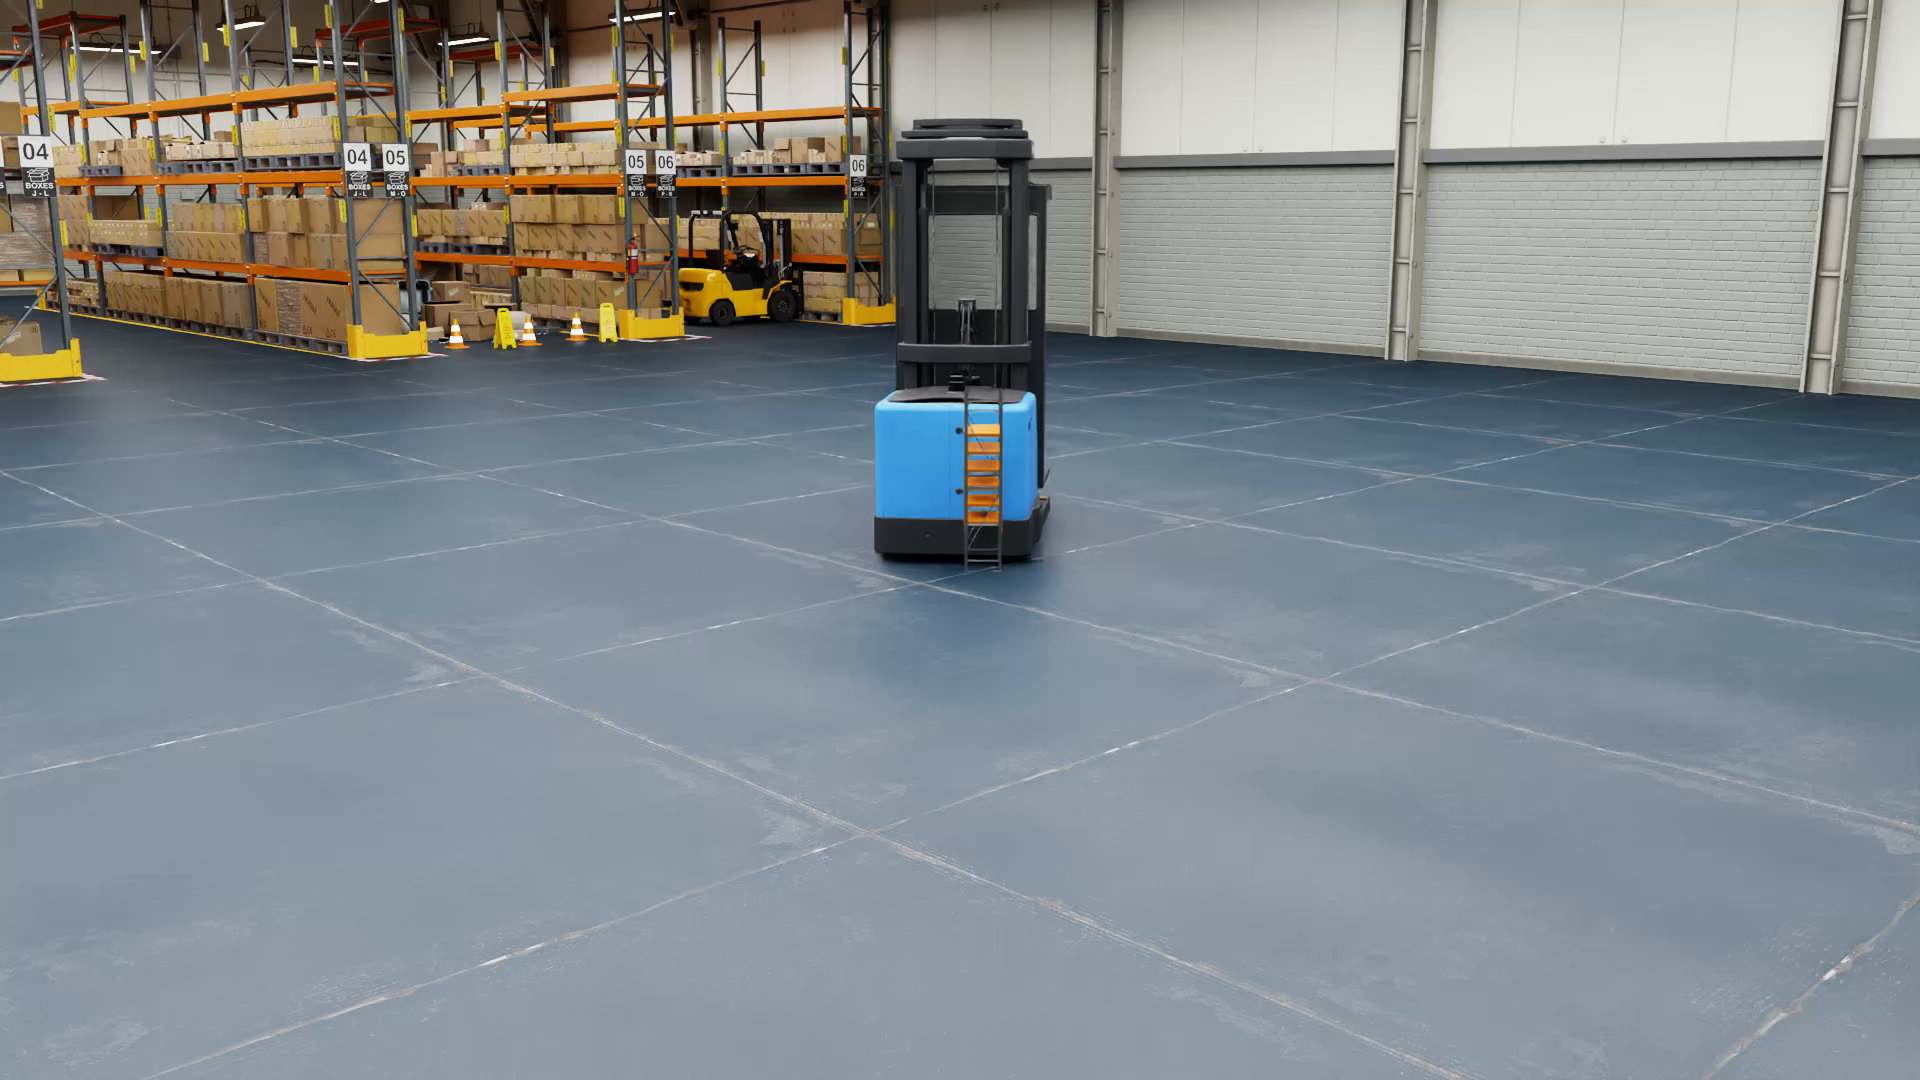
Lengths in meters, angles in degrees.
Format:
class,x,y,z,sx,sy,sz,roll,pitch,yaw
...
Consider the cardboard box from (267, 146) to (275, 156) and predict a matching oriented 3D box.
class,x,y,z,sx,sy,sz,roll,pitch,yaw
cardboard box,-10.925,-6.267,26.798,0.380,0.149,0.250,-11,16,-43

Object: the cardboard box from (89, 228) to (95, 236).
class,x,y,z,sx,sy,sz,roll,pitch,yaw
cardboard box,-17.220,-6.190,33.365,0.380,0.149,0.250,-11,16,-42

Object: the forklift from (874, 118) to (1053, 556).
class,x,y,z,sx,sy,sz,roll,pitch,yaw
forklift,0.106,-1.572,12.279,1.130,2.935,3.031,1,12,6

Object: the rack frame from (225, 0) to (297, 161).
class,x,y,z,sx,sy,sz,roll,pitch,yaw
rack frame,-11.635,-7.854,27.730,1.000,3.000,0.127,-11,16,-43

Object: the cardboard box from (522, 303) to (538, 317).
class,x,y,z,sx,sy,sz,roll,pitch,yaw
cardboard box,-7.912,-4.355,31.390,0.500,0.250,0.500,11,16,43

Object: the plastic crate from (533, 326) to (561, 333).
class,x,y,z,sx,sy,sz,roll,pitch,yaw
plastic crate,-7.633,-3.846,30.383,0.583,0.080,0.402,6,13,26

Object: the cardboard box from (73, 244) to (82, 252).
class,x,y,z,sx,sy,sz,roll,pitch,yaw
cardboard box,-18.293,-6.115,34.782,0.250,0.149,0.380,11,16,43

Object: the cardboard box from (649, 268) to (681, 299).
class,x,y,z,sx,sy,sz,roll,pitch,yaw
cardboard box,-6.421,-5.751,37.237,0.875,0.625,0.625,-10,15,-41

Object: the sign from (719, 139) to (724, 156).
class,x,y,z,sx,sy,sz,roll,pitch,yaw
sign,-4.923,-8.112,34.355,0.100,0.325,0.005,-11,16,-43

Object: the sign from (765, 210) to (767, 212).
class,x,y,z,sx,sy,sz,roll,pitch,yaw
sign,-4.136,-6.852,35.396,0.100,0.325,0.005,-11,16,-43

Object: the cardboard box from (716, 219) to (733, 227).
class,x,y,z,sx,sy,sz,roll,pitch,yaw
cardboard box,-4.933,-6.698,35.131,0.380,0.149,0.250,-10,15,-41

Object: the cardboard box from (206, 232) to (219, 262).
class,x,y,z,sx,sy,sz,roll,pitch,yaw
cardboard box,-12.886,-5.151,29.230,0.500,0.500,0.500,-11,16,-42

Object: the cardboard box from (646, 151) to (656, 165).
class,x,y,z,sx,sy,sz,roll,pitch,yaw
cardboard box,-5.516,-6.688,29.141,0.500,0.250,0.500,-11,16,-44

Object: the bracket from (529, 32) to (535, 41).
class,x,y,z,sx,sy,sz,roll,pitch,yaw
bracket,-10.434,-12.419,40.970,0.235,0.232,0.430,-11,16,-43

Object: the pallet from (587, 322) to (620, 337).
class,x,y,z,sx,sy,sz,roll,pitch,yaw
pallet,-5.950,-3.805,29.856,1.003,0.211,1.213,-11,16,-43

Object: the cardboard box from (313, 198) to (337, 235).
class,x,y,z,sx,sy,sz,roll,pitch,yaw
cardboard box,-9.547,-5.061,25.994,0.875,0.550,0.550,-11,16,-43

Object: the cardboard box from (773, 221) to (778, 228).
class,x,y,z,sx,sy,sz,roll,pitch,yaw
cardboard box,-3.644,-6.405,33.710,0.250,0.149,0.380,11,16,43

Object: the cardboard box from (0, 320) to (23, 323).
class,x,y,z,sx,sy,sz,roll,pitch,yaw
cardboard box,-13.386,-2.812,23.283,0.500,0.500,0.500,-6,13,-28

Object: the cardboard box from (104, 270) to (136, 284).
class,x,y,z,sx,sy,sz,roll,pitch,yaw
cardboard box,-16.840,-5.287,33.435,0.500,0.250,0.500,11,16,43

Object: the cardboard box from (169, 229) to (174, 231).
class,x,y,z,sx,sy,sz,roll,pitch,yaw
cardboard box,-14.961,-5.904,31.978,0.250,0.149,0.380,11,16,43

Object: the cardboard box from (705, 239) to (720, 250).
class,x,y,z,sx,sy,sz,roll,pitch,yaw
cardboard box,-5.074,-6.276,35.310,0.500,0.250,0.500,-10,16,-41

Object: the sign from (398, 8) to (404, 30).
class,x,y,z,sx,sy,sz,roll,pitch,yaw
sign,-8.466,-7.881,25.157,0.100,0.325,0.005,-11,16,-43

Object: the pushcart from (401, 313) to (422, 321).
class,x,y,z,sx,sy,sz,roll,pitch,yaw
pushcart,-9.739,-4.010,30.442,0.936,0.377,1.648,6,13,26

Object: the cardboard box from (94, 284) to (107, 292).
class,x,y,z,sx,sy,sz,roll,pitch,yaw
cardboard box,-17.593,-5.199,34.264,0.380,0.149,0.250,-10,15,-41

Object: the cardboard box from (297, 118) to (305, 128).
class,x,y,z,sx,sy,sz,roll,pitch,yaw
cardboard box,-10.050,-6.473,25.820,0.380,0.149,0.250,-11,16,-42

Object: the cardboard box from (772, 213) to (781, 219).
class,x,y,z,sx,sy,sz,roll,pitch,yaw
cardboard box,-3.584,-6.560,33.724,0.380,0.149,0.250,-11,16,-43

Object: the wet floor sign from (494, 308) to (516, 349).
class,x,y,z,sx,sy,sz,roll,pitch,yaw
wet floor sign,-7.420,-3.450,27.058,0.232,0.644,0.267,8,14,35

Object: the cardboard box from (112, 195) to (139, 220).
class,x,y,z,sx,sy,sz,roll,pitch,yaw
cardboard box,-17.295,-6.867,34.346,0.500,0.500,0.500,-10,16,-41

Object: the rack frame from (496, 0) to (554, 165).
class,x,y,z,sx,sy,sz,roll,pitch,yaw
rack frame,-8.124,-8.558,31.150,1.000,3.000,0.127,-11,16,-43

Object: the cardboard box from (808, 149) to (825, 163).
class,x,y,z,sx,sy,sz,roll,pitch,yaw
cardboard box,-2.741,-7.502,32.501,0.396,0.266,0.258,-11,16,-42

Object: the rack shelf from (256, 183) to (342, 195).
class,x,y,z,sx,sy,sz,roll,pitch,yaw
rack shelf,-15.030,-8.196,38.609,1.077,0.370,4.000,-11,16,-43

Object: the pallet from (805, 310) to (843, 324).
class,x,y,z,sx,sy,sz,roll,pitch,yaw
pallet,-2.333,-4.468,33.076,1.003,0.211,1.213,-11,16,-43

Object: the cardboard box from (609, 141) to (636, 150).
class,x,y,z,sx,sy,sz,roll,pitch,yaw
cardboard box,-5.809,-6.781,28.604,0.380,0.149,0.250,-11,16,-42

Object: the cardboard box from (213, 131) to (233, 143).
class,x,y,z,sx,sy,sz,roll,pitch,yaw
cardboard box,-12.994,-7.057,29.762,0.500,0.500,0.500,-11,16,-43

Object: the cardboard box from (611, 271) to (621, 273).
class,x,y,z,sx,sy,sz,roll,pitch,yaw
cardboard box,-7.823,-6.232,38.272,0.250,0.149,0.380,11,16,42

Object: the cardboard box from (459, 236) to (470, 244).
class,x,y,z,sx,sy,sz,roll,pitch,yaw
cardboard box,-9.716,-5.970,33.038,0.380,0.149,0.250,-10,15,-41

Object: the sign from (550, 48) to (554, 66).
class,x,y,z,sx,sy,sz,roll,pitch,yaw
sign,-7.719,-9.127,31.402,0.100,0.325,0.005,-11,16,-43

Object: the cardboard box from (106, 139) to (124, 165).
class,x,y,z,sx,sy,sz,roll,pitch,yaw
cardboard box,-16.187,-7.564,32.464,0.797,0.503,0.637,-11,16,-43

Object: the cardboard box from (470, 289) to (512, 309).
class,x,y,z,sx,sy,sz,roll,pitch,yaw
cardboard box,-9.469,-4.820,33.346,0.950,0.372,0.625,-10,15,-41

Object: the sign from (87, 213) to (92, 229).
class,x,y,z,sx,sy,sz,roll,pitch,yaw
sign,-17.546,-6.430,33.543,0.100,0.325,0.005,-11,16,-43

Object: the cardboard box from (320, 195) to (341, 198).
class,x,y,z,sx,sy,sz,roll,pitch,yaw
cardboard box,-14.092,-7.644,37.249,0.380,0.149,0.250,-11,16,-44

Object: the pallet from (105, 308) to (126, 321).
class,x,y,z,sx,sy,sz,roll,pitch,yaw
pallet,-16.621,-4.604,33.733,1.003,0.211,1.213,-11,16,-43

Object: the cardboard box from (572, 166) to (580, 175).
class,x,y,z,sx,sy,sz,roll,pitch,yaw
cardboard box,-6.675,-6.586,29.634,0.250,0.149,0.380,11,16,44

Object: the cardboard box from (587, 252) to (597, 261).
class,x,y,z,sx,sy,sz,roll,pitch,yaw
cardboard box,-6.391,-5.033,29.530,0.380,0.149,0.250,-11,16,-42

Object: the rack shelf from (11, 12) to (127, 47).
class,x,y,z,sx,sy,sz,roll,pitch,yaw
rack shelf,-18.540,-10.588,34.551,1.077,0.370,4.000,-11,16,-43

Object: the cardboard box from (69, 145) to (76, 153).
class,x,y,z,sx,sy,sz,roll,pitch,yaw
cardboard box,-17.962,-7.993,33.986,0.380,0.149,0.250,-11,16,-43

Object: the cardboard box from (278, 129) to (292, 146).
class,x,y,z,sx,sy,sz,roll,pitch,yaw
cardboard box,-10.451,-6.380,26.358,0.500,0.250,0.500,-11,16,-42

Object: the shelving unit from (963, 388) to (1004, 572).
class,x,y,z,sx,sy,sz,roll,pitch,yaw
shelving unit,0.150,-0.376,10.729,0.258,1.200,0.189,0,24,0

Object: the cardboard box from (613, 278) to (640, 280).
class,x,y,z,sx,sy,sz,roll,pitch,yaw
cardboard box,-6.100,-4.498,30.223,0.500,0.500,0.500,11,16,43

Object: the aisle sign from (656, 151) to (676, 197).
class,x,y,z,sx,sy,sz,roll,pitch,yaw
aisle sign,-5.095,-6.343,28.825,0.394,0.787,0.004,-11,16,-43

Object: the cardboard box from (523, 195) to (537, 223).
class,x,y,z,sx,sy,sz,roll,pitch,yaw
cardboard box,-7.640,-6.132,30.779,0.700,0.500,0.500,-11,16,-42

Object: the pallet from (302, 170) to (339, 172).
class,x,y,z,sx,sy,sz,roll,pitch,yaw
pallet,-14.206,-8.334,37.715,1.003,0.211,1.213,-11,16,-43

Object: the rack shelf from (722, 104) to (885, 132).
class,x,y,z,sx,sy,sz,roll,pitch,yaw
rack shelf,-3.156,-8.410,33.206,1.077,0.370,4.000,-11,16,-43
